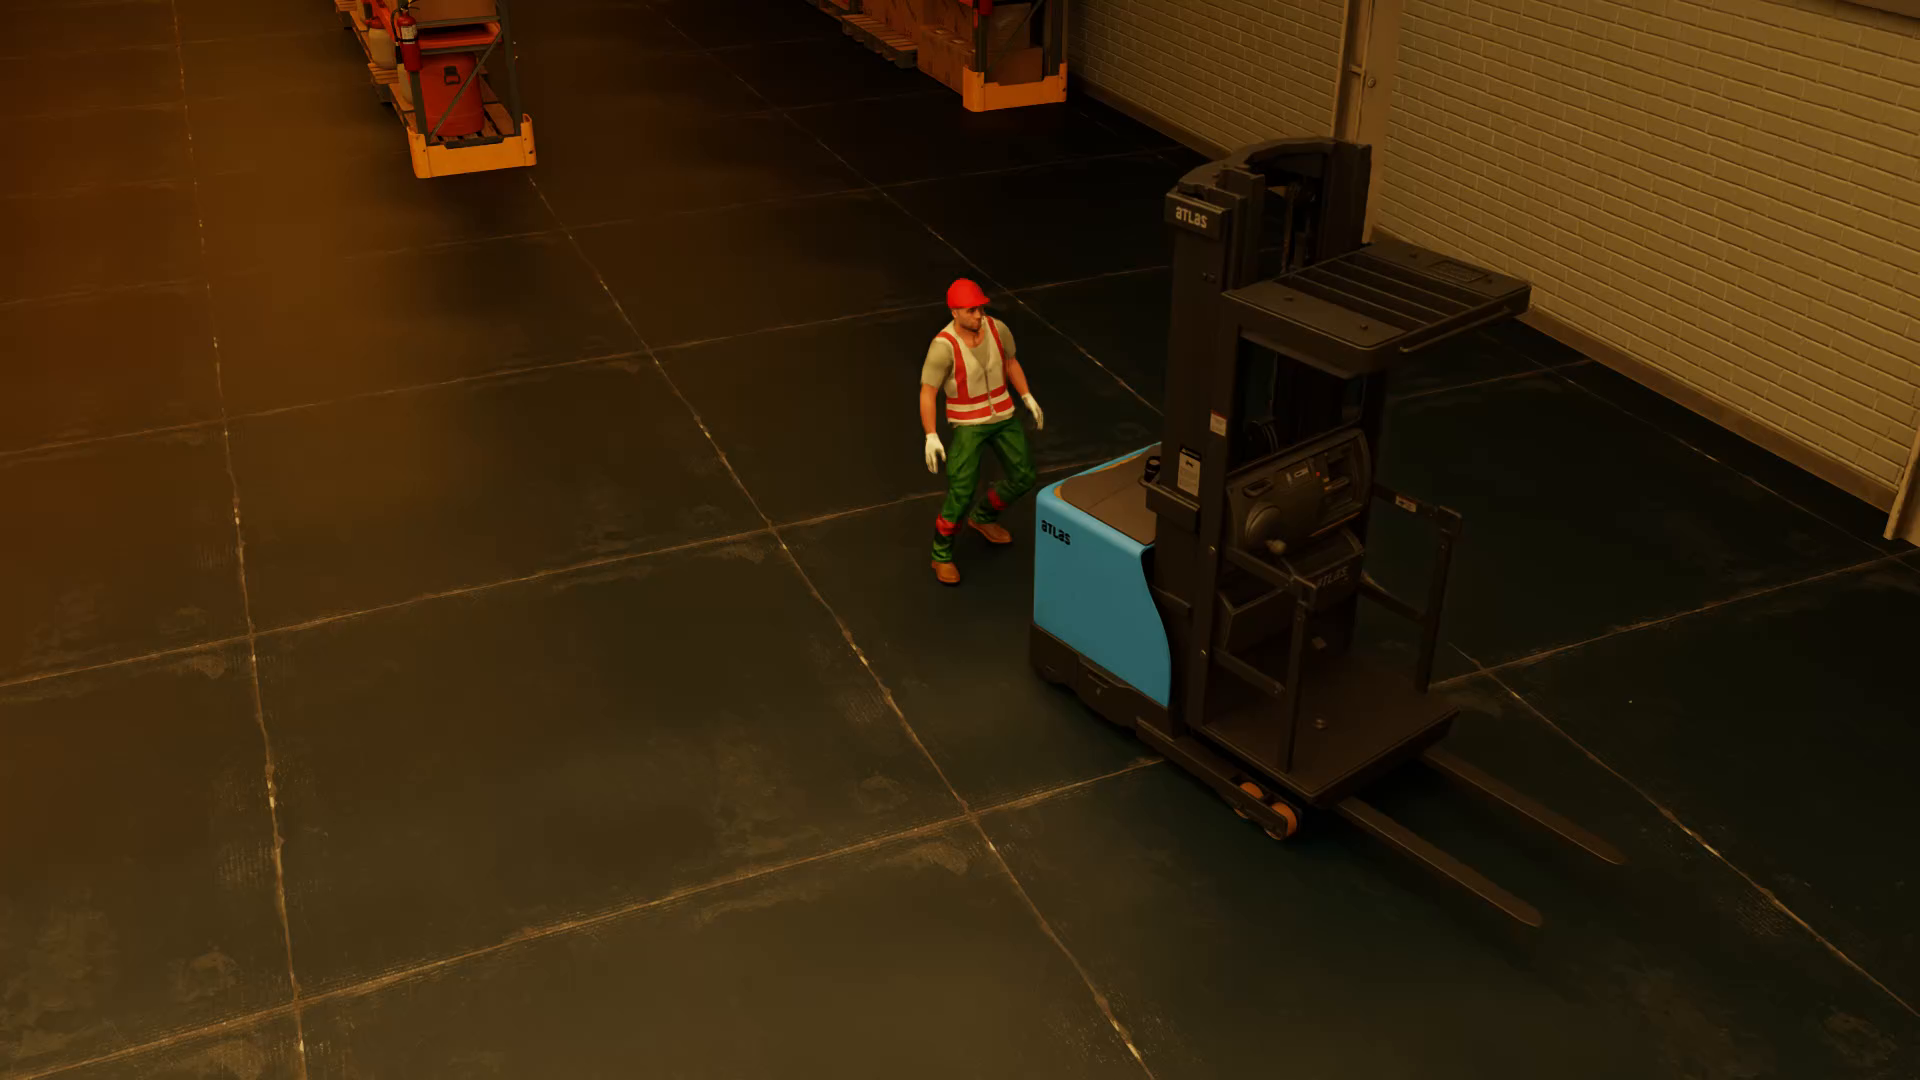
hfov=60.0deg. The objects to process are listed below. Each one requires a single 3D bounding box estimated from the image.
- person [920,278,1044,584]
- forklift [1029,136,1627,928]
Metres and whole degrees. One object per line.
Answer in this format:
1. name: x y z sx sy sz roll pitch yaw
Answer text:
1. person: 0.090 -0.656 9.515 0.811 1.699 0.561 -17 34 -27
2. forklift: 1.682 -0.175 7.426 1.130 2.935 3.031 -22 36 -33
